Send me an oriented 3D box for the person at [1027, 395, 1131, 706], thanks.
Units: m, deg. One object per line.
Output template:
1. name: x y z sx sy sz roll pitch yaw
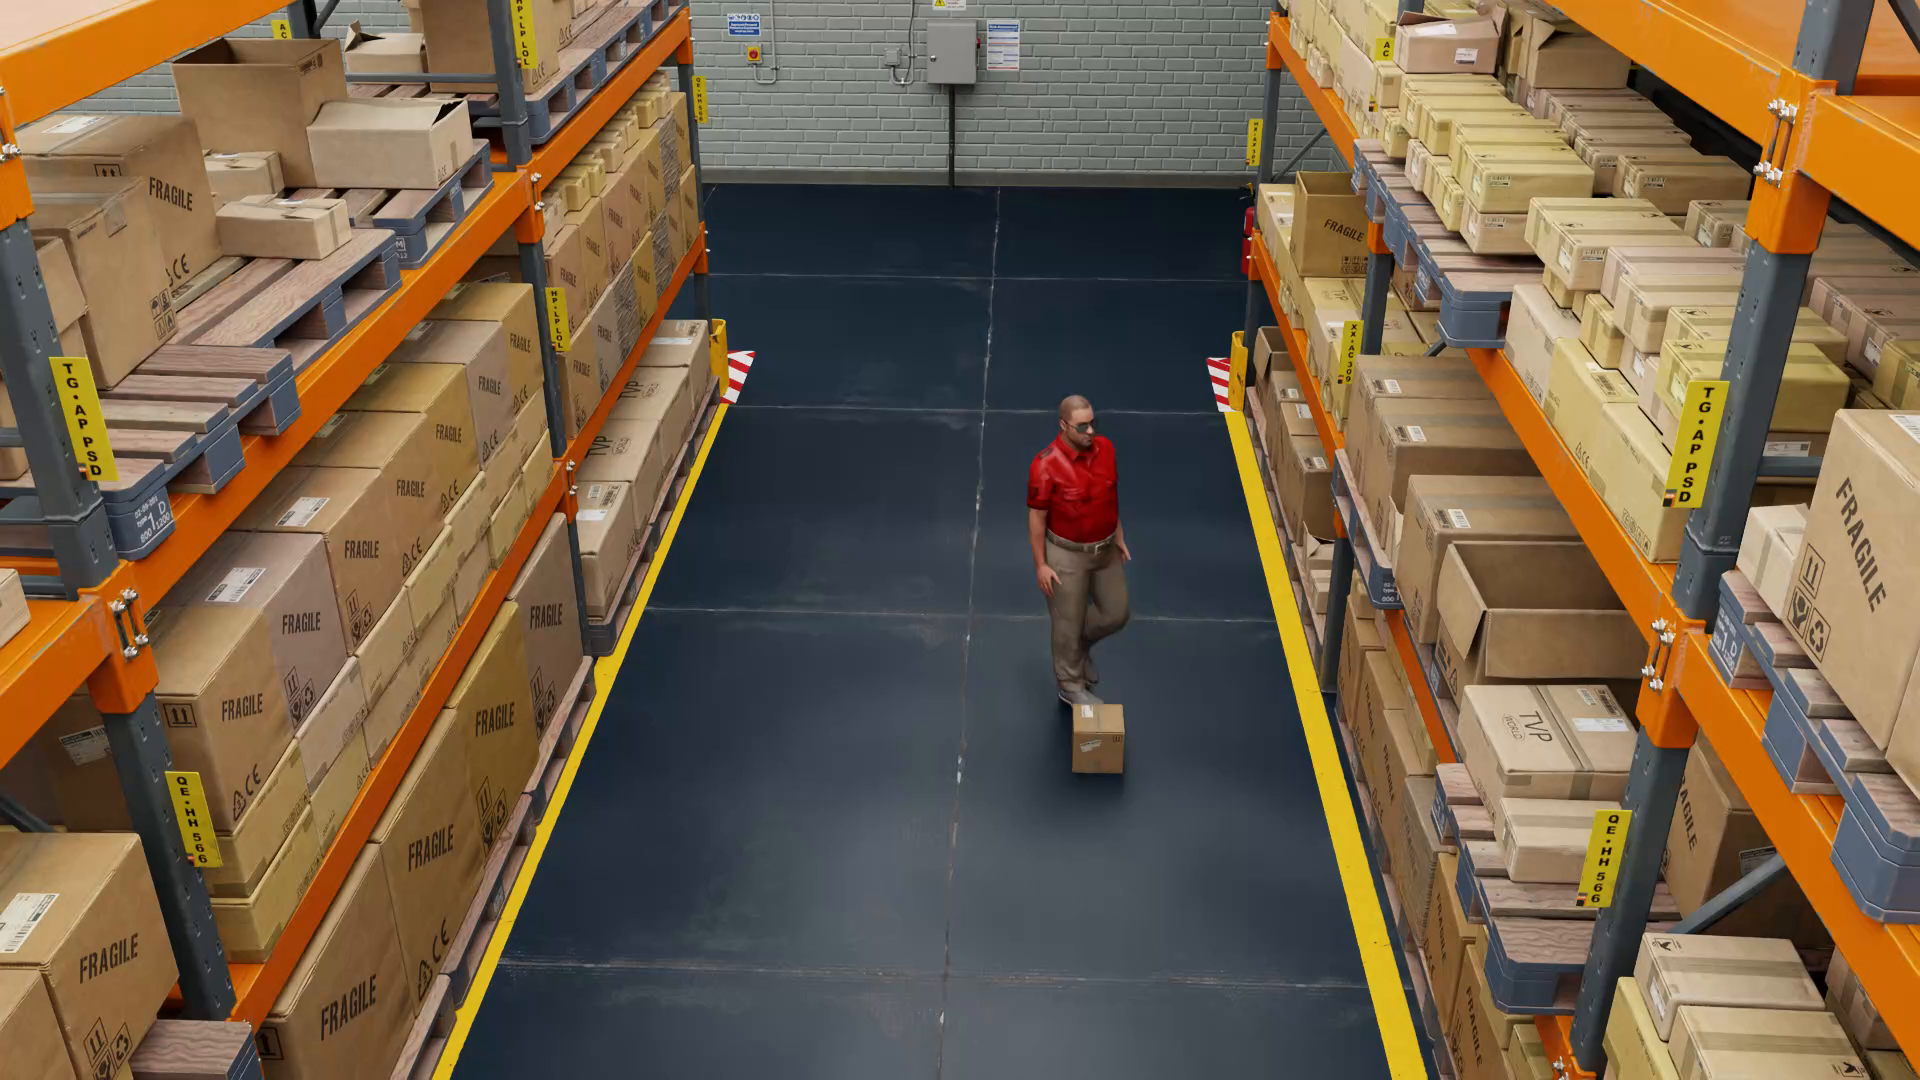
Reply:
1. person: 0.614 0.081 8.484 0.560 1.743 0.530 -20 34 -33
